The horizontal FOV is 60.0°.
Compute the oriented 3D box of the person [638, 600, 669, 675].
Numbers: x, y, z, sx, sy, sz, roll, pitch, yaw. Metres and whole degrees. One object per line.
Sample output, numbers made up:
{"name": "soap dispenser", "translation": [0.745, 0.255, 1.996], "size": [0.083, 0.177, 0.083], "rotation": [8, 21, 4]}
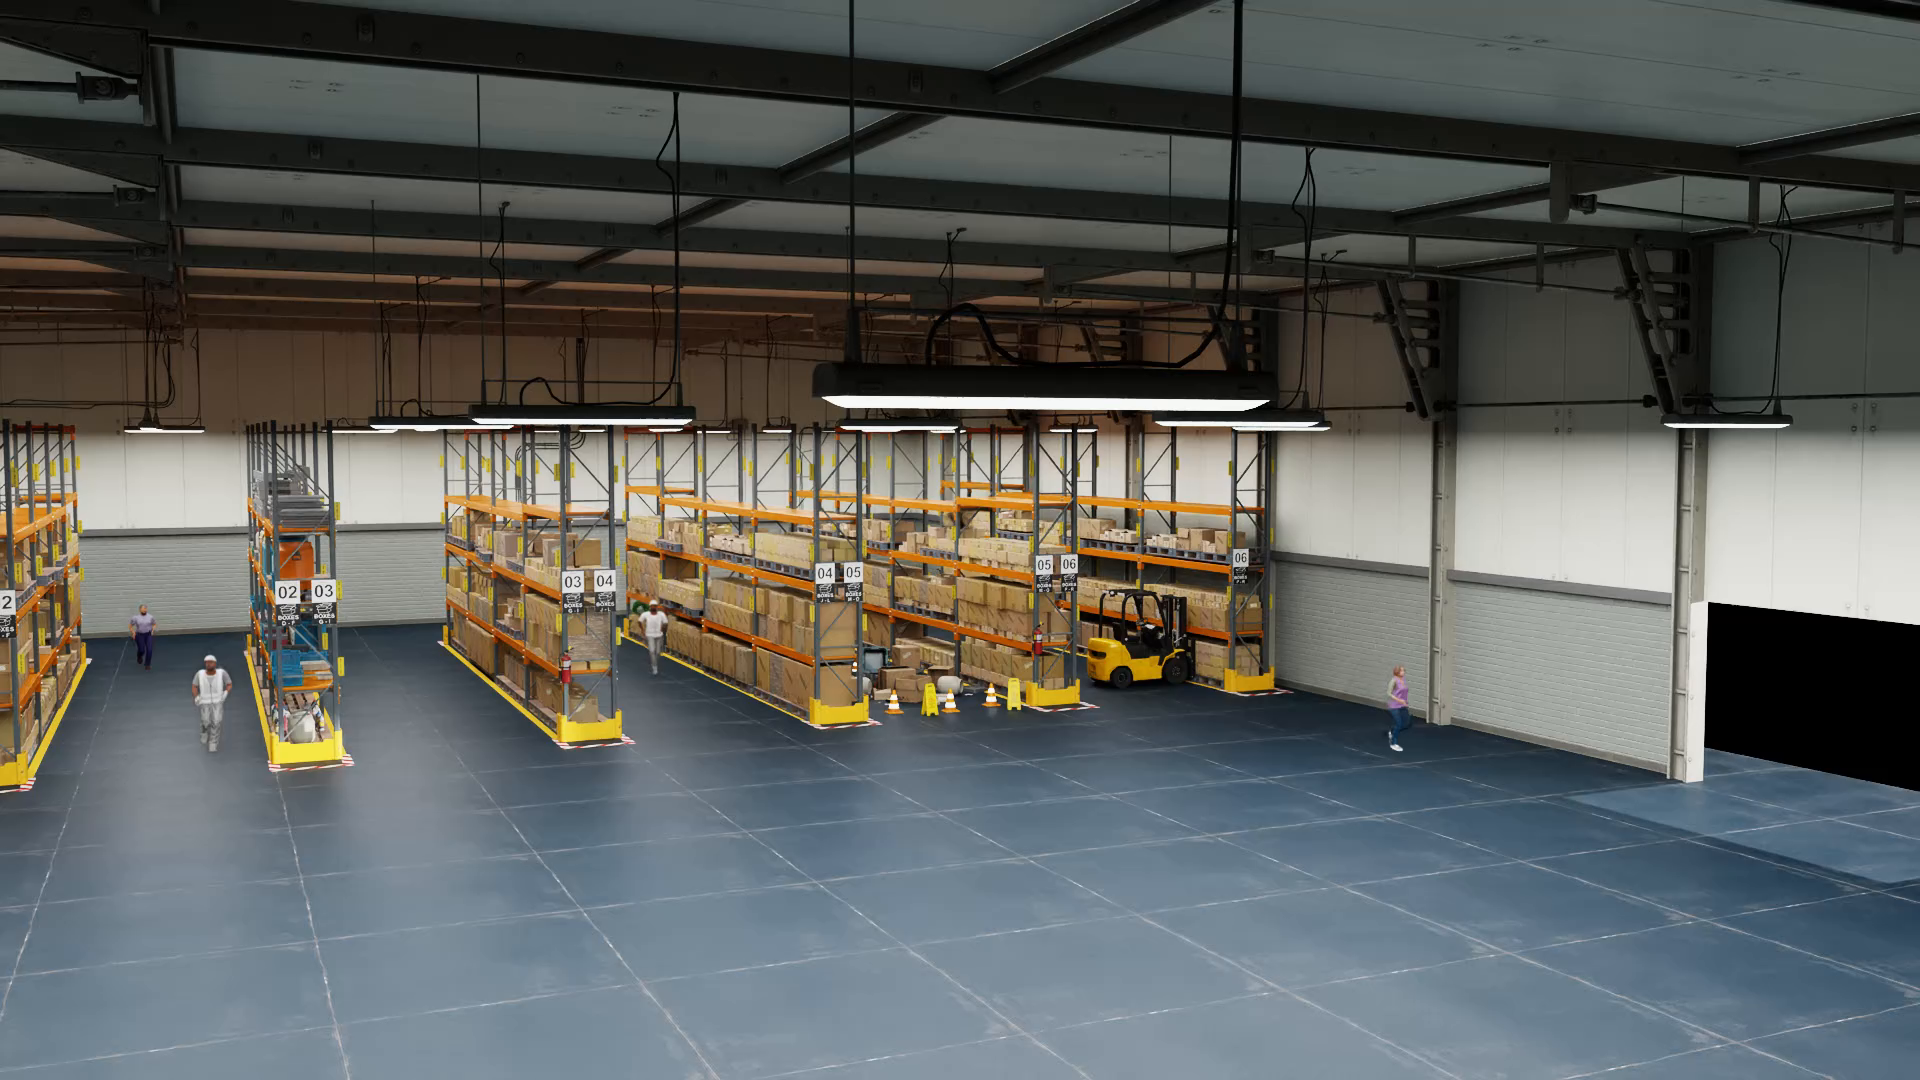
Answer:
{"name": "person", "translation": [-7.380, 2.325, 40.123], "size": [0.704, 1.766, 0.896], "rotation": [-1, 4, -20]}

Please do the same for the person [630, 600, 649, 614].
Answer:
{"name": "person", "translation": [-9.338, 1.778, 49.056], "size": [0.782, 1.804, 0.636], "rotation": [-2, 4, -27]}

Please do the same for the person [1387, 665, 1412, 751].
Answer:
{"name": "person", "translation": [7.974, 3.052, 30.252], "size": [0.543, 1.567, 0.530], "rotation": [-3, 5, -38]}

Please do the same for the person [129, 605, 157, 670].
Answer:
{"name": "person", "translation": [-20.030, 2.392, 40.824], "size": [0.618, 1.588, 0.561], "rotation": [-3, 4, -36]}

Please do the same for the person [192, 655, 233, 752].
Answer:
{"name": "person", "translation": [-13.605, 2.963, 30.283], "size": [0.672, 1.749, 0.641], "rotation": [-1, 4, -22]}
